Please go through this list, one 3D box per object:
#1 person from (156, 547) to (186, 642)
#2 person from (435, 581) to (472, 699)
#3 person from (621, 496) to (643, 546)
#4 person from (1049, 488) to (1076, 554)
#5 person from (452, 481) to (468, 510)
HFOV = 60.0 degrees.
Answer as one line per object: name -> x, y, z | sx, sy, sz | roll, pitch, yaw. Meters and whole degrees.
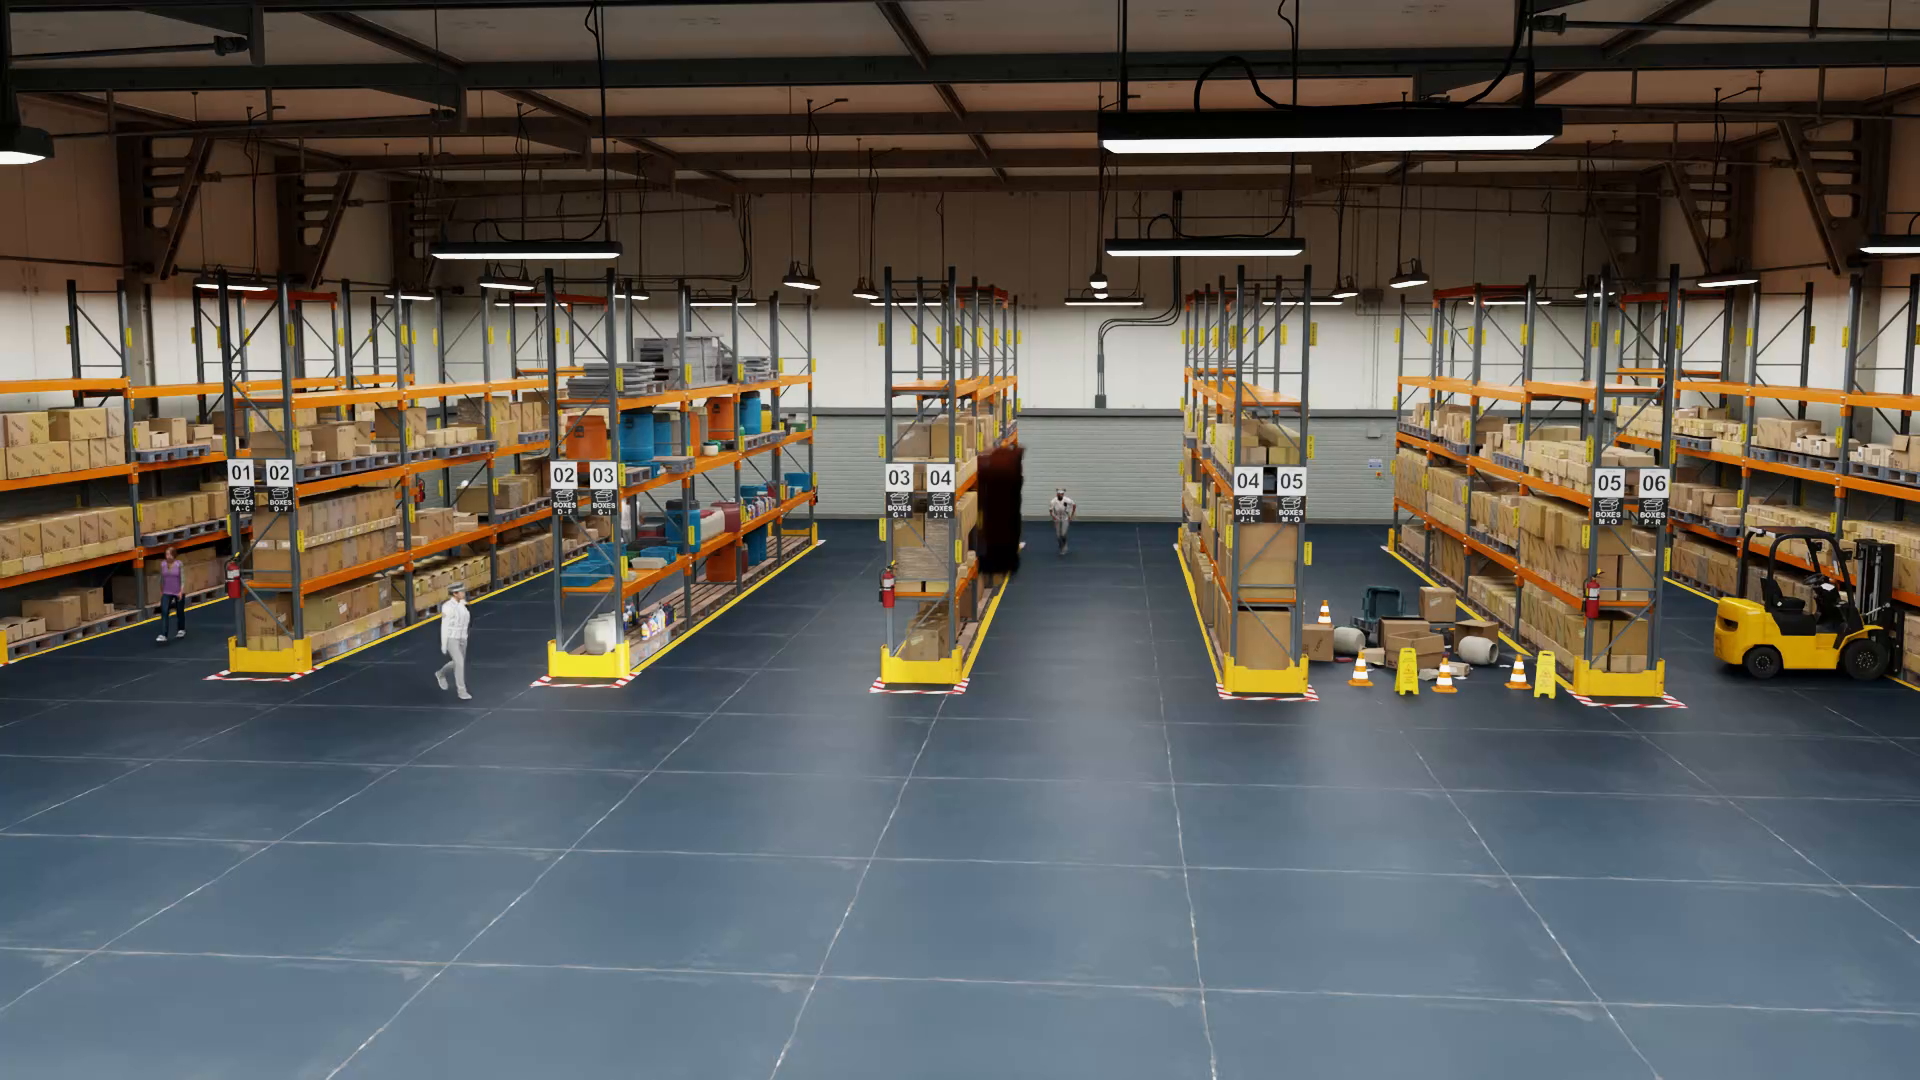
person -> -13.018, 0.885, 27.447 | 0.453, 1.543, 0.969 | -3, 7, -20
person -> -7.074, 1.364, 23.219 | 0.876, 1.615, 0.488 | 5, 8, 34
person -> -7.171, -0.240, 36.030 | 0.569, 1.727, 1.096 | 0, 7, 2
person -> 2.374, -0.443, 38.387 | 0.601, 1.593, 0.732 | 2, 7, 15
person -> -11.553, -0.579, 39.121 | 0.618, 1.679, 0.721 | 2, 7, 14
